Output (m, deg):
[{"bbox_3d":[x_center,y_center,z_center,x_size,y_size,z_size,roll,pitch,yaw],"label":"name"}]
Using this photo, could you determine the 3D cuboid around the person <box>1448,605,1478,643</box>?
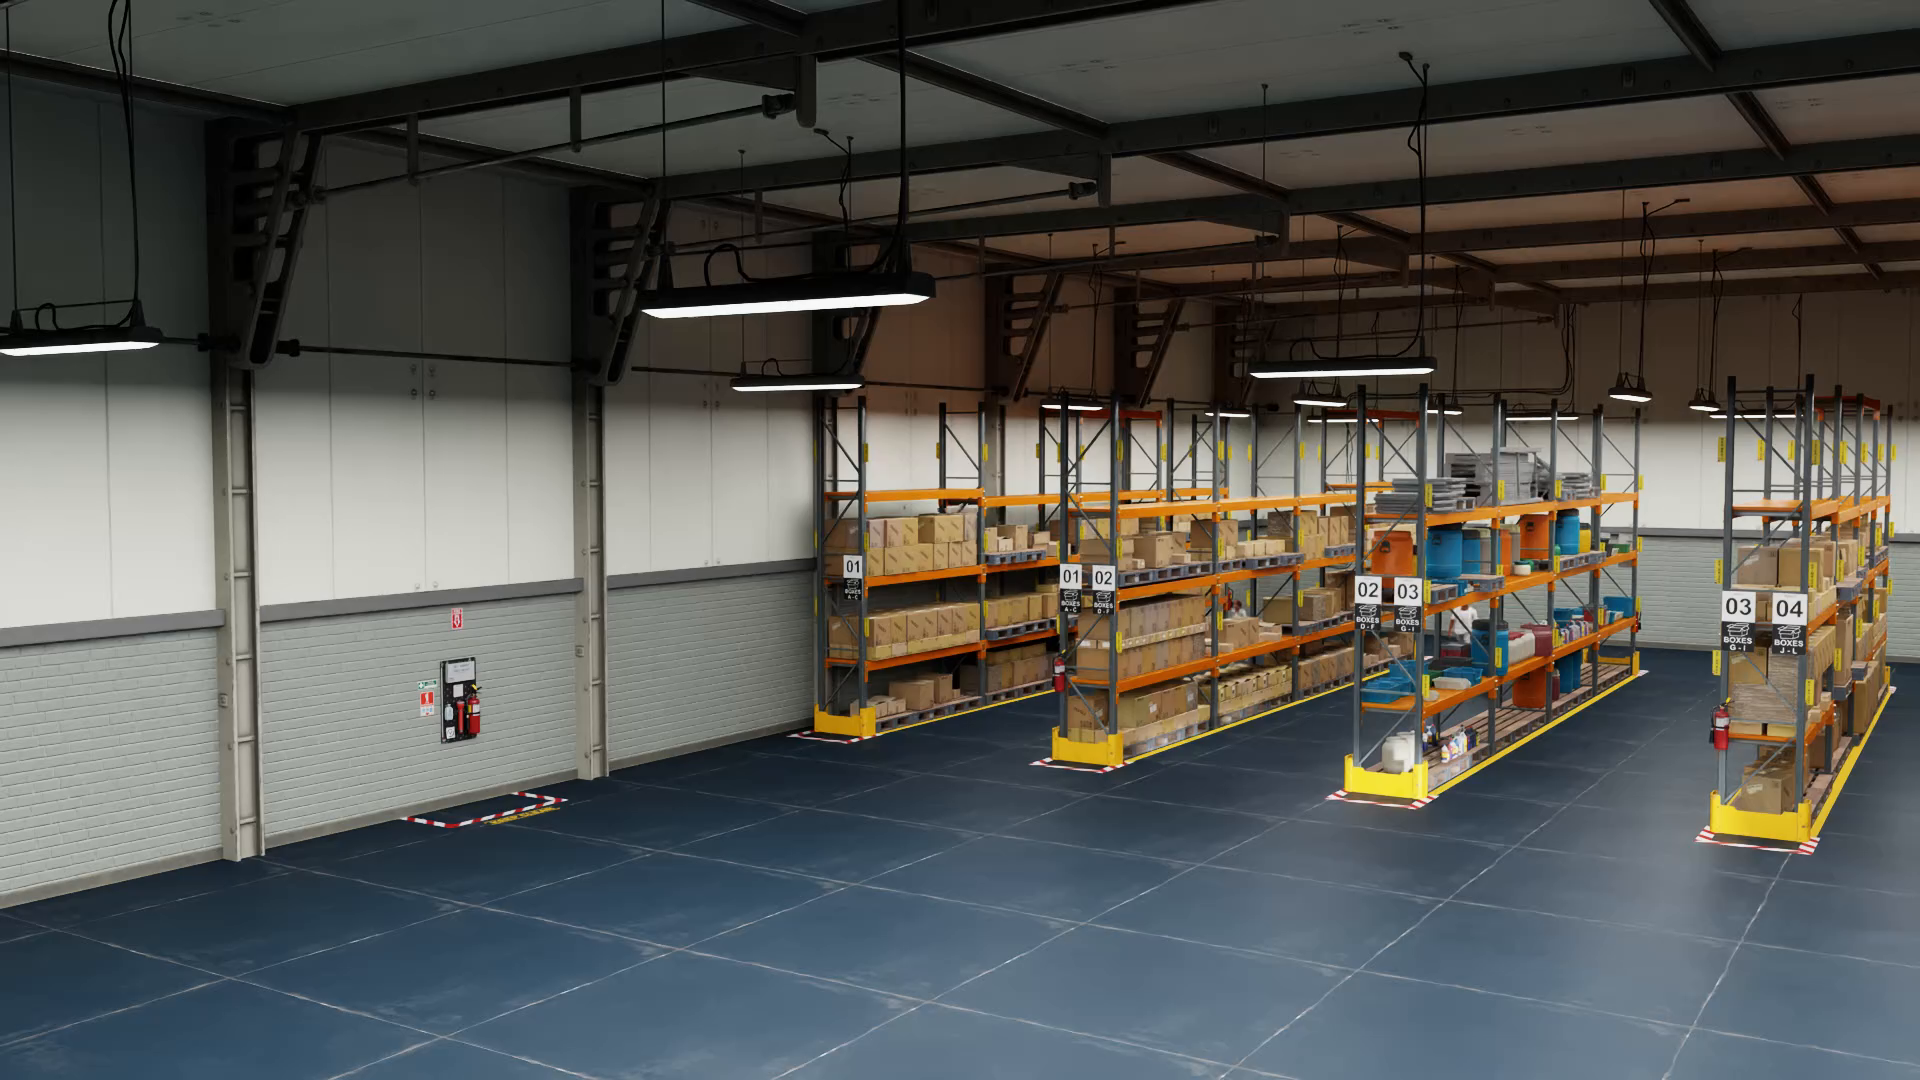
[{"bbox_3d":[11.619,2.126,38.373,0.657,1.714,1.093,2,3,29],"label":"person"}]

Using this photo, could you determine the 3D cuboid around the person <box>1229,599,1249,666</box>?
[{"bbox_3d":[6.575,2.157,39.042,0.421,1.563,0.768,2,3,30],"label":"person"}]
